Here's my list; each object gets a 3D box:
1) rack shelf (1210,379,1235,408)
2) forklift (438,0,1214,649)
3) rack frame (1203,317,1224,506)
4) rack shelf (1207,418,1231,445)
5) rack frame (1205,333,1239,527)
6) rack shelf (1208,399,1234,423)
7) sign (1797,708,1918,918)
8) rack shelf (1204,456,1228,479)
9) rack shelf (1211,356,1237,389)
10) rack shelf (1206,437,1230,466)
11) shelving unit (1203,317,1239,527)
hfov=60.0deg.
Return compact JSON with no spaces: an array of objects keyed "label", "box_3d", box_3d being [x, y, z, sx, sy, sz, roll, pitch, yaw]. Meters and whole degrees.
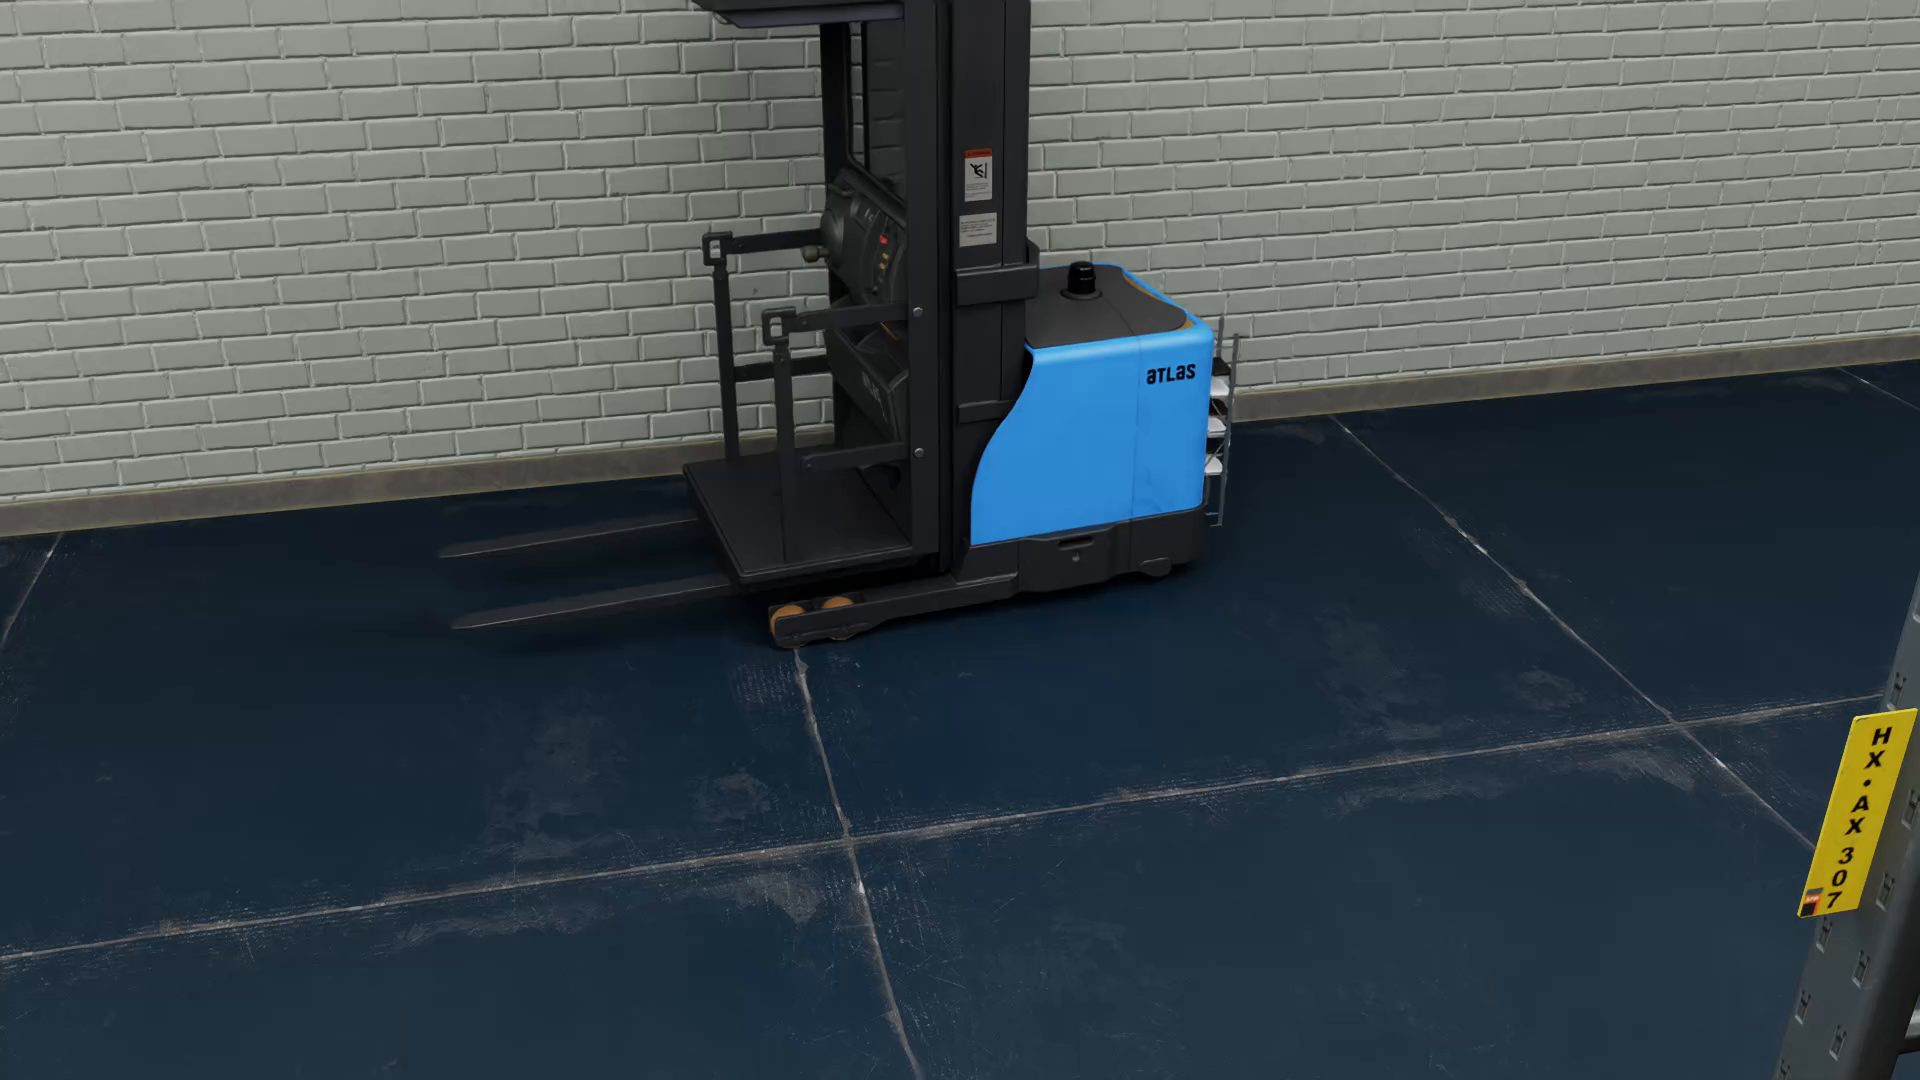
[{"label":"rack shelf","box_3d":[1.032,-0.634,7.178,0.258,0.077,0.200,-4,27,-9]},{"label":"forklift","box_3d":[-0.555,-1.156,6.288,3.031,2.935,1.130,-9,28,-18]},{"label":"rack frame","box_3d":[1.013,-0.549,7.334,0.240,0.900,0.006,-4,27,-9]},{"label":"rack shelf","box_3d":[1.030,-0.473,7.260,0.258,0.077,0.200,-4,27,-9]},{"label":"rack frame","box_3d":[1.047,-0.458,7.155,0.240,0.900,0.006,-4,27,-9]},{"label":"rack shelf","box_3d":[1.031,-0.554,7.219,0.258,0.077,0.200,-4,27,-9]},{"label":"sign","box_3d":[1.203,0.370,2.228,0.100,0.325,0.005,-6,27,-12]},{"label":"rack shelf","box_3d":[1.028,-0.313,7.341,0.258,0.077,0.200,-4,27,-9]},{"label":"rack shelf","box_3d":[1.033,-0.714,7.138,0.258,0.077,0.200,-4,27,-9]},{"label":"rack shelf","box_3d":[1.029,-0.393,7.300,0.258,0.077,0.200,-4,27,-9]},{"label":"shelving unit","box_3d":[1.030,-0.503,7.245,0.258,0.900,0.210,-4,27,-9]}]
